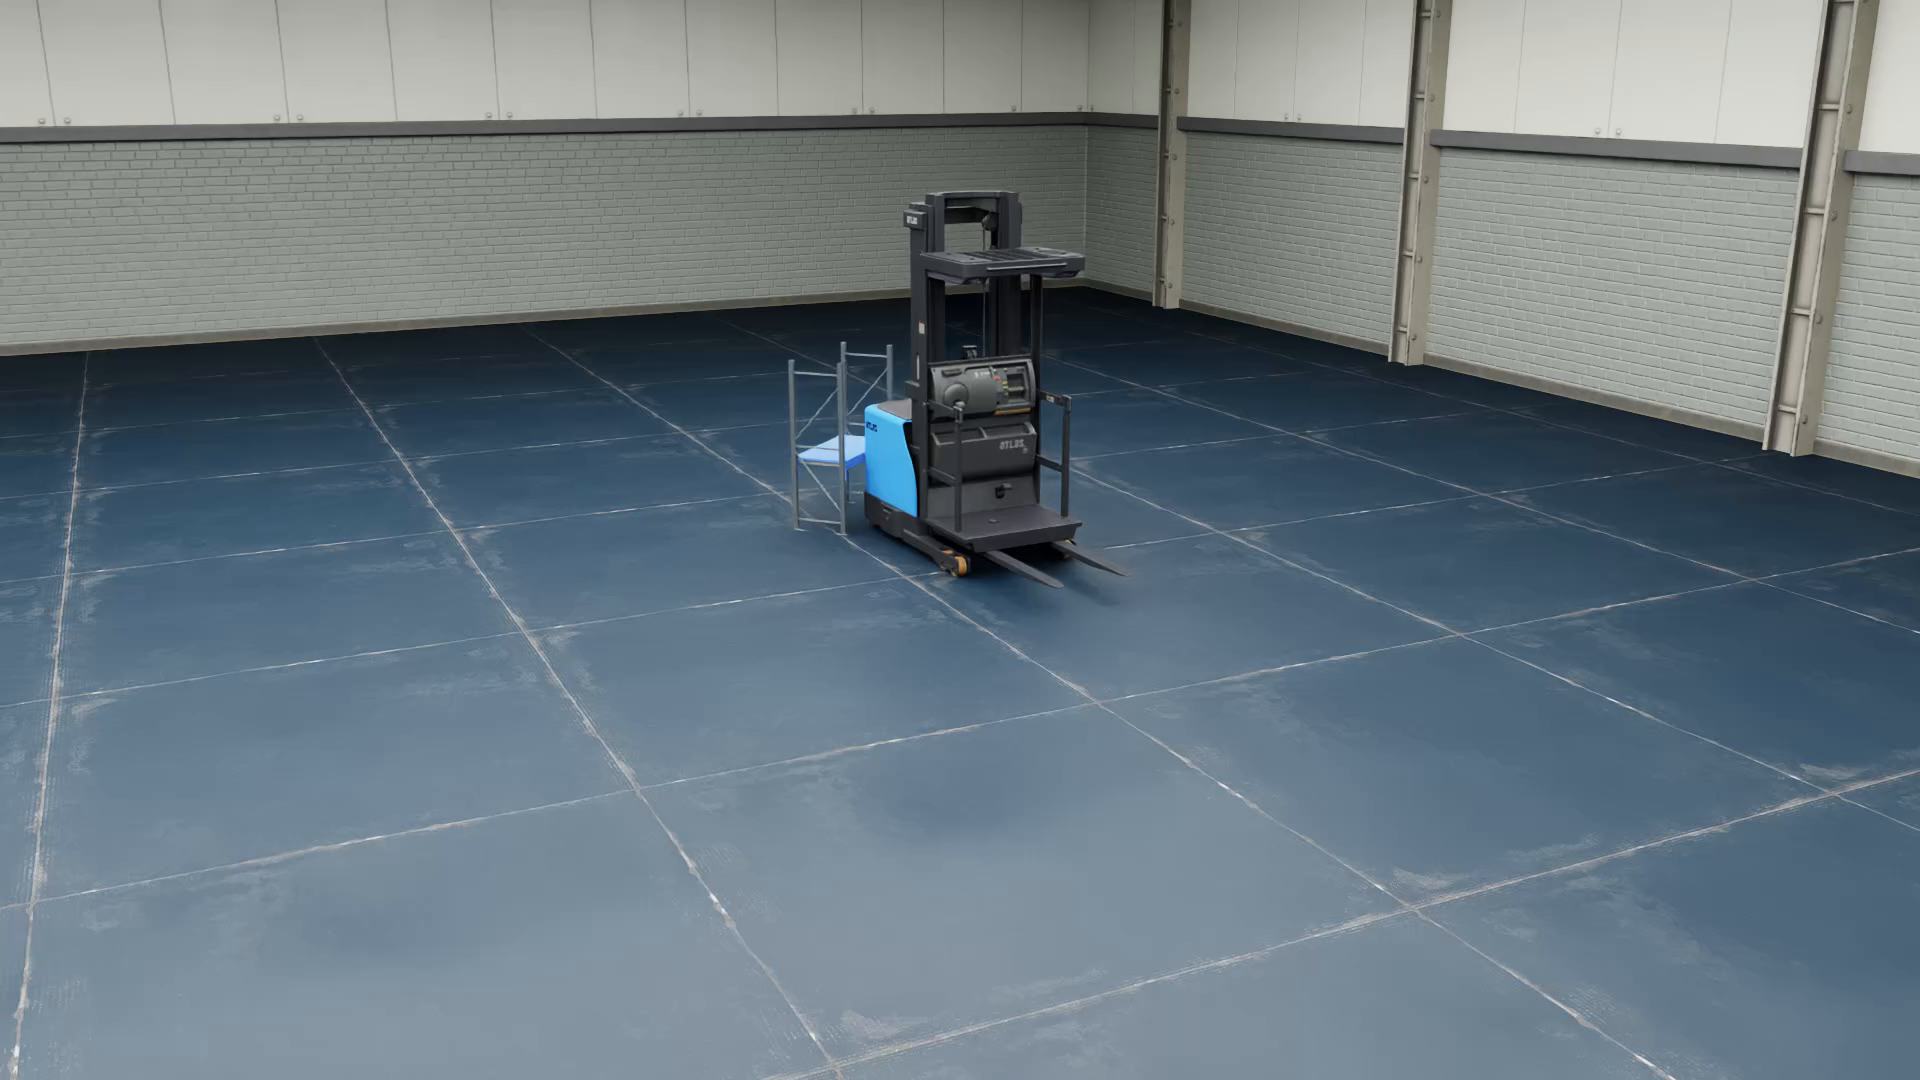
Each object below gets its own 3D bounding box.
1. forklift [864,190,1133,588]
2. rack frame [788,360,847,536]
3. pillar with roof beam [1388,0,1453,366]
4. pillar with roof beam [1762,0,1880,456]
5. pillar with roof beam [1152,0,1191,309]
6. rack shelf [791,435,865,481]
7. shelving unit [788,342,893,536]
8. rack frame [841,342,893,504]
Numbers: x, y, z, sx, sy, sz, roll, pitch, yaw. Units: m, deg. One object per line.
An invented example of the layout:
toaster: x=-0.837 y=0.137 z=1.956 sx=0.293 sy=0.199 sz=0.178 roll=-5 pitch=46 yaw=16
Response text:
forklift: x=0.295 y=-1.257 z=13.316 sx=1.130 sy=2.935 sz=3.031 roll=-8 pitch=18 yaw=-27
rack frame: x=-1.220 y=-0.786 z=14.270 sx=0.500 sy=1.500 sz=0.032 roll=6 pitch=17 yaw=21
pillar with roof beam: x=2.218 y=-6.227 z=19.636 sx=9.100 sy=9.000 sz=0.400 roll=-8 pitch=18 yaw=-25
pillar with roof beam: x=4.847 y=-4.739 z=14.452 sx=9.100 sy=9.000 sz=0.400 roll=-8 pitch=18 yaw=-25
pillar with roof beam: x=-0.411 y=-7.715 z=24.821 sx=9.100 sy=9.000 sz=0.400 roll=-8 pitch=18 yaw=-25
rack shelf: x=-1.031 y=-0.744 z=14.773 sx=0.538 sy=0.185 sz=1.000 roll=6 pitch=17 yaw=21
shelving unit: x=-1.031 y=-0.917 z=14.723 sx=0.538 sy=1.500 sz=1.048 roll=6 pitch=17 yaw=21
rack frame: x=-0.842 y=-1.047 z=15.177 sx=0.500 sy=1.500 sz=0.032 roll=6 pitch=17 yaw=21
